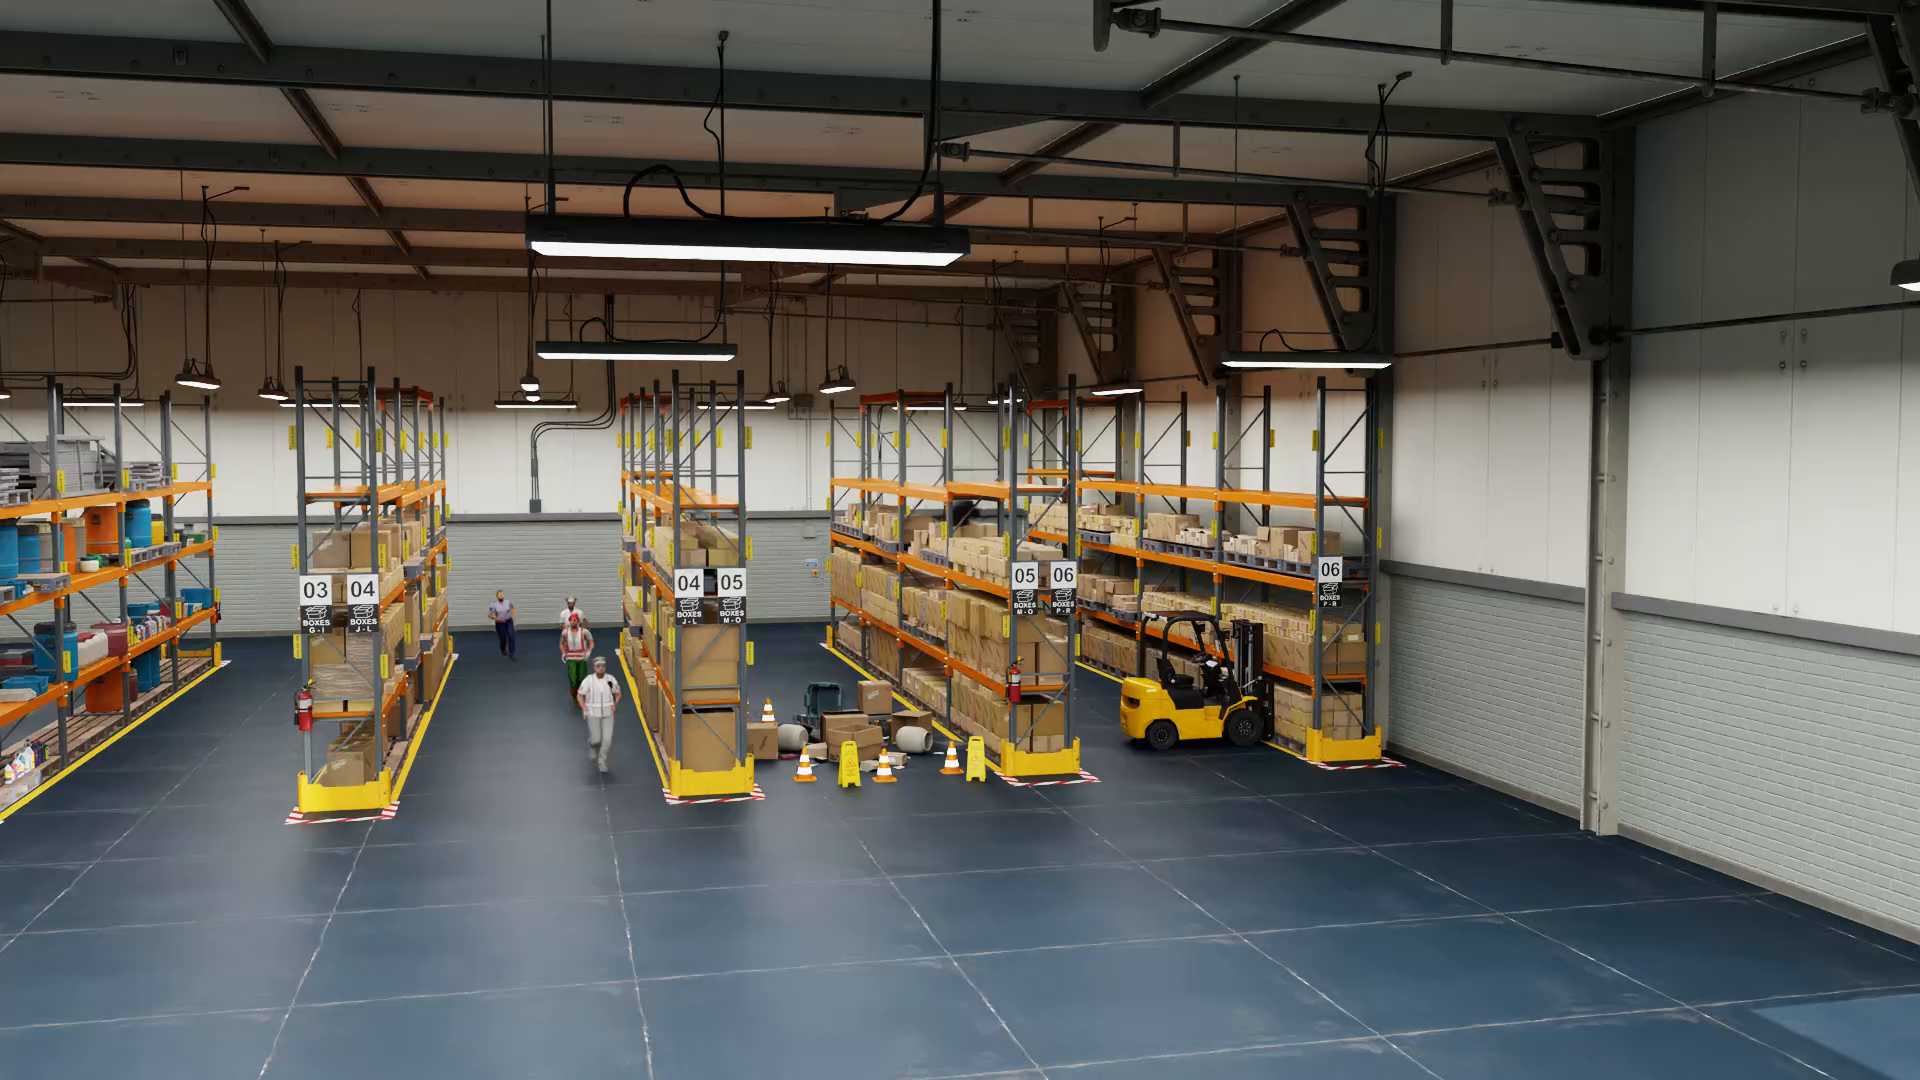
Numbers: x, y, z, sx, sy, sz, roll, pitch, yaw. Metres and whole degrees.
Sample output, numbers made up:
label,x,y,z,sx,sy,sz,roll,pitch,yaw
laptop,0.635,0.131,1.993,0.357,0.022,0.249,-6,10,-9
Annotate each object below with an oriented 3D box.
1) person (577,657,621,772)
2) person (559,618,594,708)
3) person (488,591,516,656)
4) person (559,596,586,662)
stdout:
label,x,y,z,sx,sy,sz,roll,pitch,yaw
person,-5.472,2.630,25.297,0.664,1.742,0.602,-1,4,-22
person,-7.248,2.284,31.412,0.651,1.709,0.619,0,3,-8
person,-10.485,1.906,38.093,0.647,1.516,0.598,-2,4,-31
person,-8.303,2.032,35.646,0.578,1.657,0.643,-1,3,-12
